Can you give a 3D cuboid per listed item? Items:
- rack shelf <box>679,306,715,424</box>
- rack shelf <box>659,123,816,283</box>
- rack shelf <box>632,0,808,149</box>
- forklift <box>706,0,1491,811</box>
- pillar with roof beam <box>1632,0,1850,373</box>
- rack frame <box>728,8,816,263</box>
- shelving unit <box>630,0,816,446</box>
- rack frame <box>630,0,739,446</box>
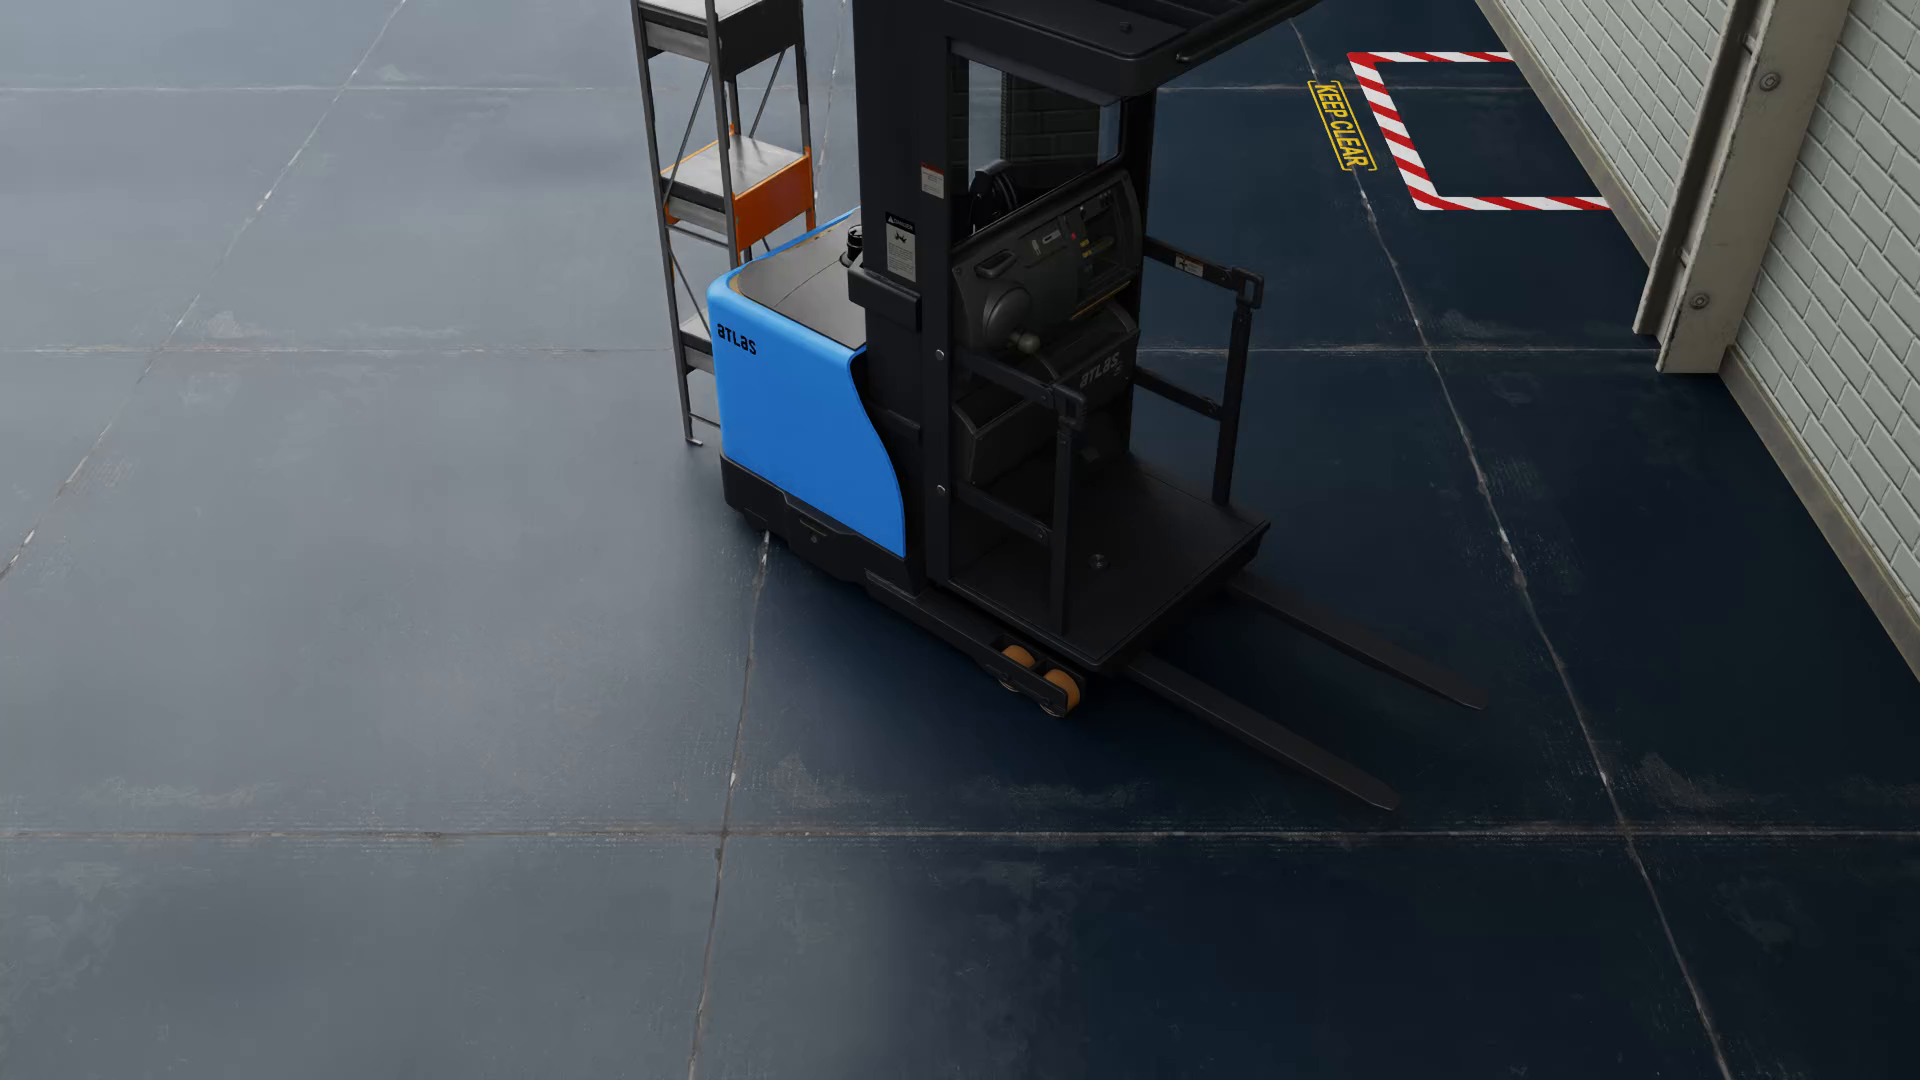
[{"bbox_3d":[-0.900,-0.764,7.166,0.431,0.518,0.480,23,44,26],"label":"rack shelf"},{"bbox_3d":[-0.900,-1.310,6.728,0.431,0.518,0.480,23,44,26],"label":"rack shelf"},{"bbox_3d":[-0.900,-1.857,6.290,0.431,0.518,0.480,23,44,26],"label":"rack shelf"},{"bbox_3d":[0.467,-0.886,5.512,3.031,2.935,1.130,29,47,31],"label":"forklift"},{"bbox_3d":[-0.906,-4.410,5.057,9.100,9.000,0.400,0,39,0],"label":"pillar with roof beam"},{"bbox_3d":[-0.764,-1.448,6.878,0.400,2.100,0.015,23,44,26],"label":"rack frame"},{"bbox_3d":[-0.900,-1.321,6.719,0.431,2.100,0.503,23,44,26],"label":"shelving unit"},{"bbox_3d":[-1.035,-1.194,6.561,0.400,2.100,0.015,23,44,26],"label":"rack frame"}]
